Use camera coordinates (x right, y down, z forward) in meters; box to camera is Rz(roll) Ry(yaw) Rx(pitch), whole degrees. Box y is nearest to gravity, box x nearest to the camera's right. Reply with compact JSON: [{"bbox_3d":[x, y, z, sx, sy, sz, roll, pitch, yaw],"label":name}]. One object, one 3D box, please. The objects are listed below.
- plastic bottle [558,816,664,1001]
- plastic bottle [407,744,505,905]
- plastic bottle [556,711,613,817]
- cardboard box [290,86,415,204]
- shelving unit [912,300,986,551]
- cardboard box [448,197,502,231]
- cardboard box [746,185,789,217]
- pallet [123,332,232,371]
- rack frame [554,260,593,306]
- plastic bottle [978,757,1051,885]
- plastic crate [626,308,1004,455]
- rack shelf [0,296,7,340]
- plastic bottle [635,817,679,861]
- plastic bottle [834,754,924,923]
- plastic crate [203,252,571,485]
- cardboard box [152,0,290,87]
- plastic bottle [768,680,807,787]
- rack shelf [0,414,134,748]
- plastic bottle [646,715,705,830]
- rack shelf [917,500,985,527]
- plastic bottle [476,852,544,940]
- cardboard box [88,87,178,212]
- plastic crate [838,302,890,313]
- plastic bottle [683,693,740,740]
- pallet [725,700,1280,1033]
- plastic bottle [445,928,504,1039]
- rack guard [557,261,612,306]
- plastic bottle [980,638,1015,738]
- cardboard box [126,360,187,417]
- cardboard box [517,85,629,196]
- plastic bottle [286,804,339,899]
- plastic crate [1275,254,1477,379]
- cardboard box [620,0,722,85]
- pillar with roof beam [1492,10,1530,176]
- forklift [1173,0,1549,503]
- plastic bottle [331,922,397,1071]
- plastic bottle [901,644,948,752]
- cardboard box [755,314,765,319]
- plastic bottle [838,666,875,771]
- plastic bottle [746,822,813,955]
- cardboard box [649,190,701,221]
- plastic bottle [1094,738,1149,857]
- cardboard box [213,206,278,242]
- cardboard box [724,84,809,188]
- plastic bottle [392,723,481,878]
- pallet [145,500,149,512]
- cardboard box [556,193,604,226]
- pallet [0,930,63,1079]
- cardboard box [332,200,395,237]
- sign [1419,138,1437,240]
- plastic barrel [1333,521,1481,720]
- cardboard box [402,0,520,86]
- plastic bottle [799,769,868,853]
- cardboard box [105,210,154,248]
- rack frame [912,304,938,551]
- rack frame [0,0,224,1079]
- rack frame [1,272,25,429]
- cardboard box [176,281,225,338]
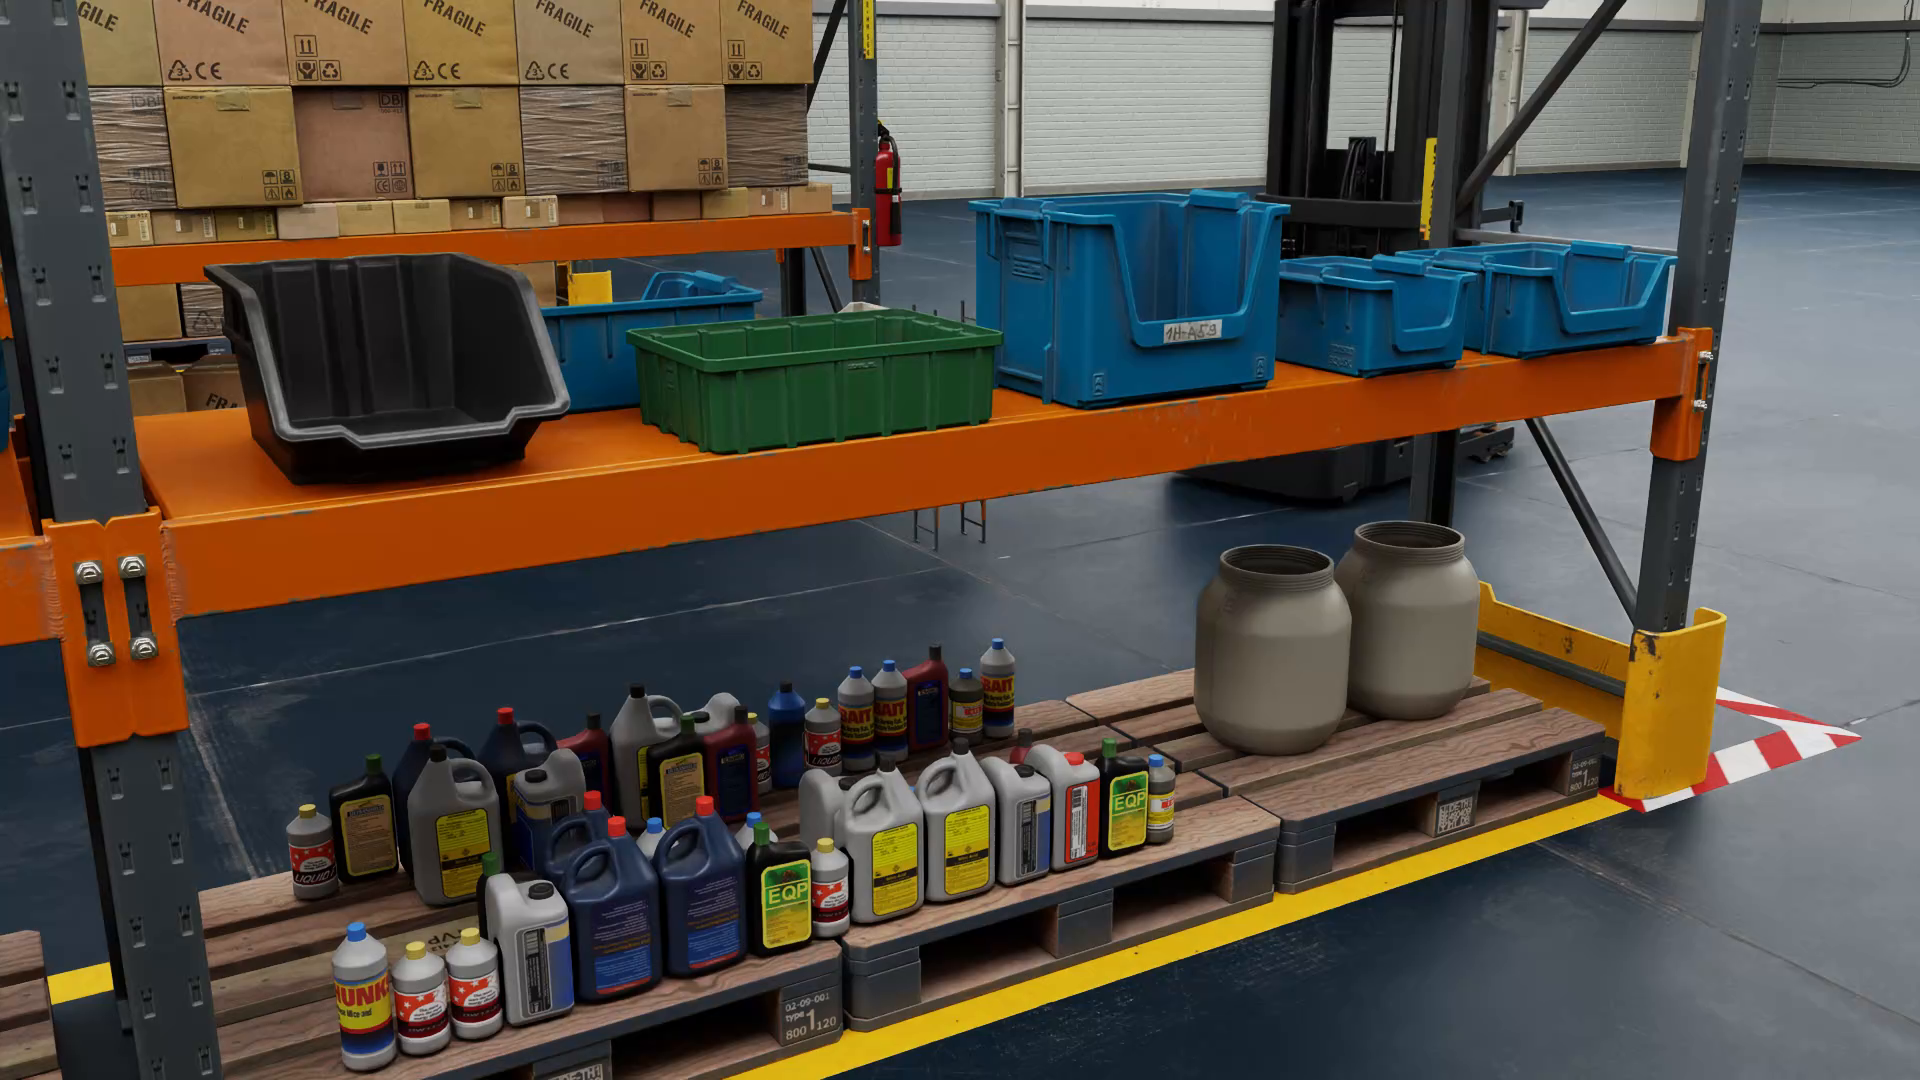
[{"bbox_3d":[-0.704,0.729,3.344,0.185,0.351,0.144,-9,18,-28],"label":"plastic bottle"},{"bbox_3d":[-1.132,0.622,3.725,0.185,0.351,0.144,-9,18,-30],"label":"plastic bottle"},{"bbox_3d":[-0.923,0.563,4.063,0.133,0.283,0.061,-8,17,-26],"label":"plastic bottle"},{"bbox_3d":[-2.919,-1.858,7.745,0.500,0.500,0.875,-9,18,-30],"label":"cardboard box"},{"bbox_3d":[-0.046,-0.498,7.242,0.252,1.050,0.215,-9,18,-30],"label":"shelving unit"},{"bbox_3d":[-2.351,-1.560,7.885,0.250,0.149,0.380,-9,18,-30],"label":"cardboard box"},{"bbox_3d":[-1.084,-1.777,8.659,0.250,0.149,0.380,-9,18,-30],"label":"cardboard box"},{"bbox_3d":[-5.936,-1.371,11.909,1.213,0.211,1.003,-9,18,-30],"label":"pallet"},{"bbox_3d":[-3.199,-3.182,13.204,0.127,3.000,1.000,-9,18,-30],"label":"rack frame"},{"bbox_3d":[0.122,0.630,3.836,0.135,0.276,0.152,-10,18,-31],"label":"plastic bottle"},{"bbox_3d":[-0.301,-0.340,3.457,0.662,0.188,0.450,-9,18,-30],"label":"plastic crate"},{"bbox_3d":[-5.875,-0.840,6.182,4.000,0.370,1.077,-9,18,-30],"label":"rack shelf"},{"bbox_3d":[-0.642,0.719,3.526,0.097,0.271,0.097,0,16,0],"label":"plastic bottle"},{"bbox_3d":[-0.178,0.644,3.649,0.185,0.351,0.144,-9,18,-30],"label":"plastic bottle"},{"bbox_3d":[-1.095,-0.332,3.151,0.504,0.338,0.767,-9,18,-30],"label":"plastic crate"},{"bbox_3d":[-3.216,-2.211,7.150,0.500,0.500,0.500,-9,18,-30],"label":"cardboard box"},{"bbox_3d":[-0.449,0.497,4.319,0.097,0.271,0.097,0,16,0],"label":"plastic bottle"},{"bbox_3d":[-3.324,0.306,2.094,4.000,0.370,1.077,-9,18,-30],"label":"rack shelf"},{"bbox_3d":[-0.690,0.570,4.036,0.133,0.283,0.061,-9,18,-30],"label":"plastic bottle"},{"bbox_3d":[-0.046,-0.220,7.319,0.240,0.259,0.215,-9,18,-30],"label":"rack shelf"},{"bbox_3d":[-0.903,0.759,3.362,0.133,0.283,0.061,-9,18,-30],"label":"plastic bottle"},{"bbox_3d":[-3.743,-1.704,7.195,0.500,0.500,0.875,-9,18,-30],"label":"cardboard box"},{"bbox_3d":[-0.348,-0.476,4.038,0.437,0.136,0.530,-9,18,-30],"label":"plastic crate"},{"bbox_3d":[-0.623,0.532,4.186,0.135,0.276,0.152,-9,18,-29],"label":"plastic bottle"},{"bbox_3d":[0.034,0.770,4.272,1.213,0.211,1.003,-9,18,-30],"label":"pallet"},{"bbox_3d":[-0.936,0.846,3.204,0.097,0.201,0.097,0,16,0],"label":"plastic bottle"},{"bbox_3d":[-3.179,-1.982,13.553,0.348,0.500,1.175,-9,18,-30],"label":"rack guard"},{"bbox_3d":[0.105,0.407,4.639,0.097,0.271,0.097,0,16,0],"label":"plastic bottle"},{"bbox_3d":[-3.797,-0.509,7.522,0.500,0.500,0.500,-10,18,-31],"label":"cardboard box"},{"bbox_3d":[-2.035,-1.985,8.197,0.500,0.500,0.875,-9,18,-30],"label":"cardboard box"},{"bbox_3d":[-1.459,0.695,3.744,0.097,0.201,0.097,0,16,0],"label":"plastic bottle"},{"bbox_3d":[0.985,-0.575,4.179,0.408,0.251,0.499,-9,18,-30],"label":"plastic crate"},{"bbox_3d":[-1.501,-2.489,8.142,0.500,0.500,0.500,-9,18,-30],"label":"cardboard box"},{"bbox_3d":[13.334,-10.802,29.271,0.400,9.000,9.100,-9,18,-30],"label":"pillar with roof beam"},{"bbox_3d":[2.366,-1.910,8.795,1.130,2.935,3.031,15,21,42],"label":"forklift"},{"bbox_3d":[-1.111,0.841,3.093,0.097,0.271,0.097,0,16,0],"label":"plastic bottle"},{"bbox_3d":[-0.099,0.429,4.540,0.133,0.283,0.061,-9,18,-29],"label":"plastic bottle"},{"bbox_3d":[-1.276,-0.936,9.045,0.500,0.500,0.500,-6,17,-19],"label":"cardboard box"},{"bbox_3d":[-0.275,0.469,4.419,0.097,0.271,0.097,0,16,0],"label":"plastic bottle"},{"bbox_3d":[-0.379,0.722,3.494,0.133,0.283,0.061,-8,18,-27],"label":"plastic bottle"},{"bbox_3d":[-1.494,-1.700,8.381,0.250,0.149,0.380,-9,18,-30],"label":"cardboard box"},{"bbox_3d":[0.380,0.599,3.933,0.133,0.283,0.061,-9,18,-28],"label":"plastic bottle"},{"bbox_3d":[-3.191,-1.413,7.360,0.250,0.149,0.380,-9,18,-30],"label":"cardboard box"},{"bbox_3d":[-1.217,-2.142,8.756,0.500,0.500,0.875,-9,18,-30],"label":"cardboard box"},{"bbox_3d":[-1.206,0.589,3.844,0.185,0.351,0.144,-10,18,-31],"label":"plastic bottle"},{"bbox_3d":[-3.603,-0.223,7.815,1.213,0.211,1.003,-9,18,-30],"label":"pallet"},{"bbox_3d":[-1.933,-1.634,8.149,0.250,0.149,0.380,-9,18,-30],"label":"cardboard box"},{"bbox_3d":[-2.263,1.142,2.943,1.213,0.211,1.003,-9,18,-30],"label":"pallet"},{"bbox_3d":[-2.762,-1.483,7.609,0.250,0.149,0.380,-9,18,-30],"label":"cardboard box"},{"bbox_3d":[1.540,-1.136,5.391,0.005,0.325,0.100,-9,18,-30],"label":"sign"},{"bbox_3d":[1.294,0.230,4.861,0.421,0.512,0.421,0,16,0],"label":"plastic barrel"},{"bbox_3d":[-2.364,-2.352,7.655,0.500,0.500,0.500,-9,18,-30],"label":"cardboard box"},{"bbox_3d":[-0.276,0.649,3.768,0.135,0.276,0.152,-9,18,-30],"label":"plastic bottle"},{"bbox_3d":[-3.600,-1.335,7.082,0.250,0.149,0.380,-9,18,-30],"label":"cardboard box"},{"bbox_3d":[-0.150,-0.481,7.181,0.008,1.050,0.200,-9,18,-30],"label":"rack frame"},{"bbox_3d":[-1.610,-0.318,2.988,0.127,3.000,1.000,-9,18,-30],"label":"rack frame"},{"bbox_3d":[-4.160,-1.464,7.076,0.127,3.000,1.000,-9,18,-30],"label":"rack frame"},{"bbox_3d":[-5.282,-2.002,12.155,0.875,0.875,0.875,-9,18,-29],"label":"cardboard box"}]
